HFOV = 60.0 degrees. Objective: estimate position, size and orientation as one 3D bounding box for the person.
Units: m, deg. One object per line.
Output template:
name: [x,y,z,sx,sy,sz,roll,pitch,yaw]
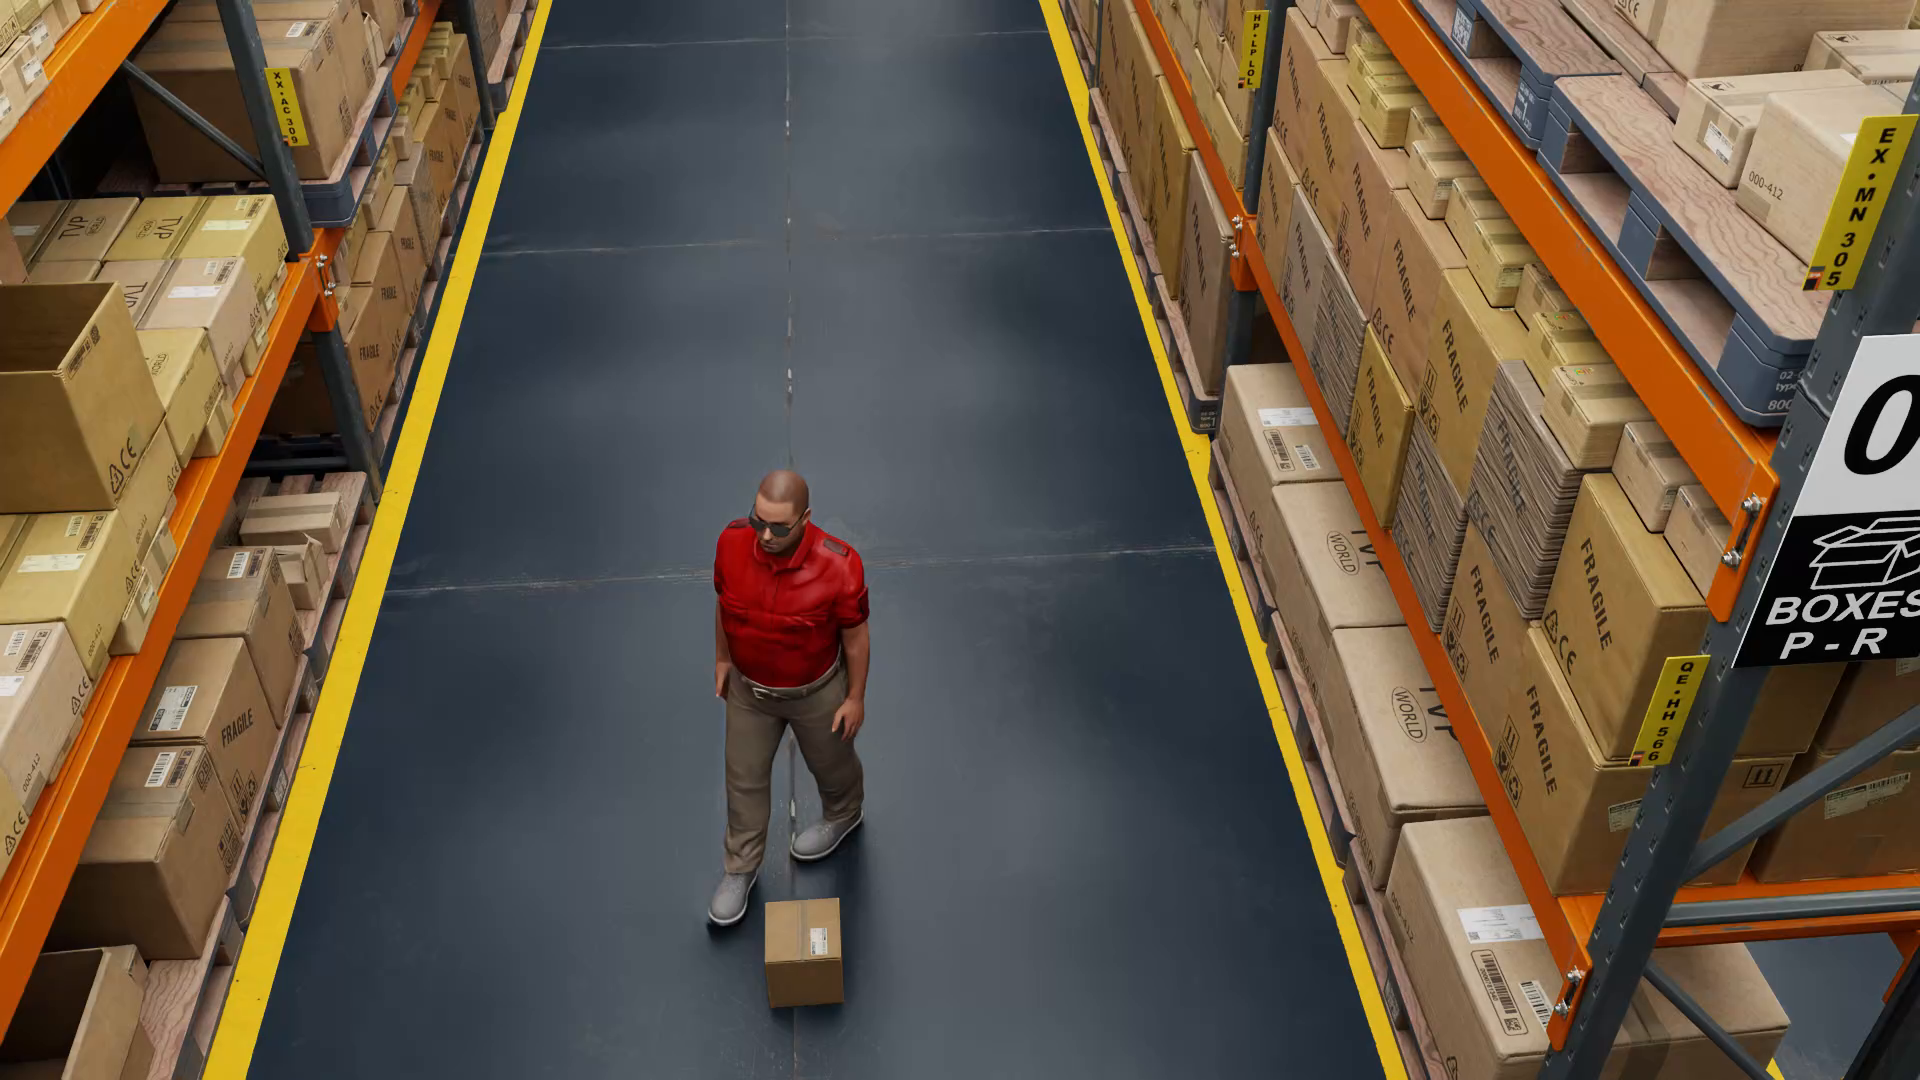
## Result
person: [-0.609,0.540,5.488,0.566,1.714,0.694,11,40,13]
